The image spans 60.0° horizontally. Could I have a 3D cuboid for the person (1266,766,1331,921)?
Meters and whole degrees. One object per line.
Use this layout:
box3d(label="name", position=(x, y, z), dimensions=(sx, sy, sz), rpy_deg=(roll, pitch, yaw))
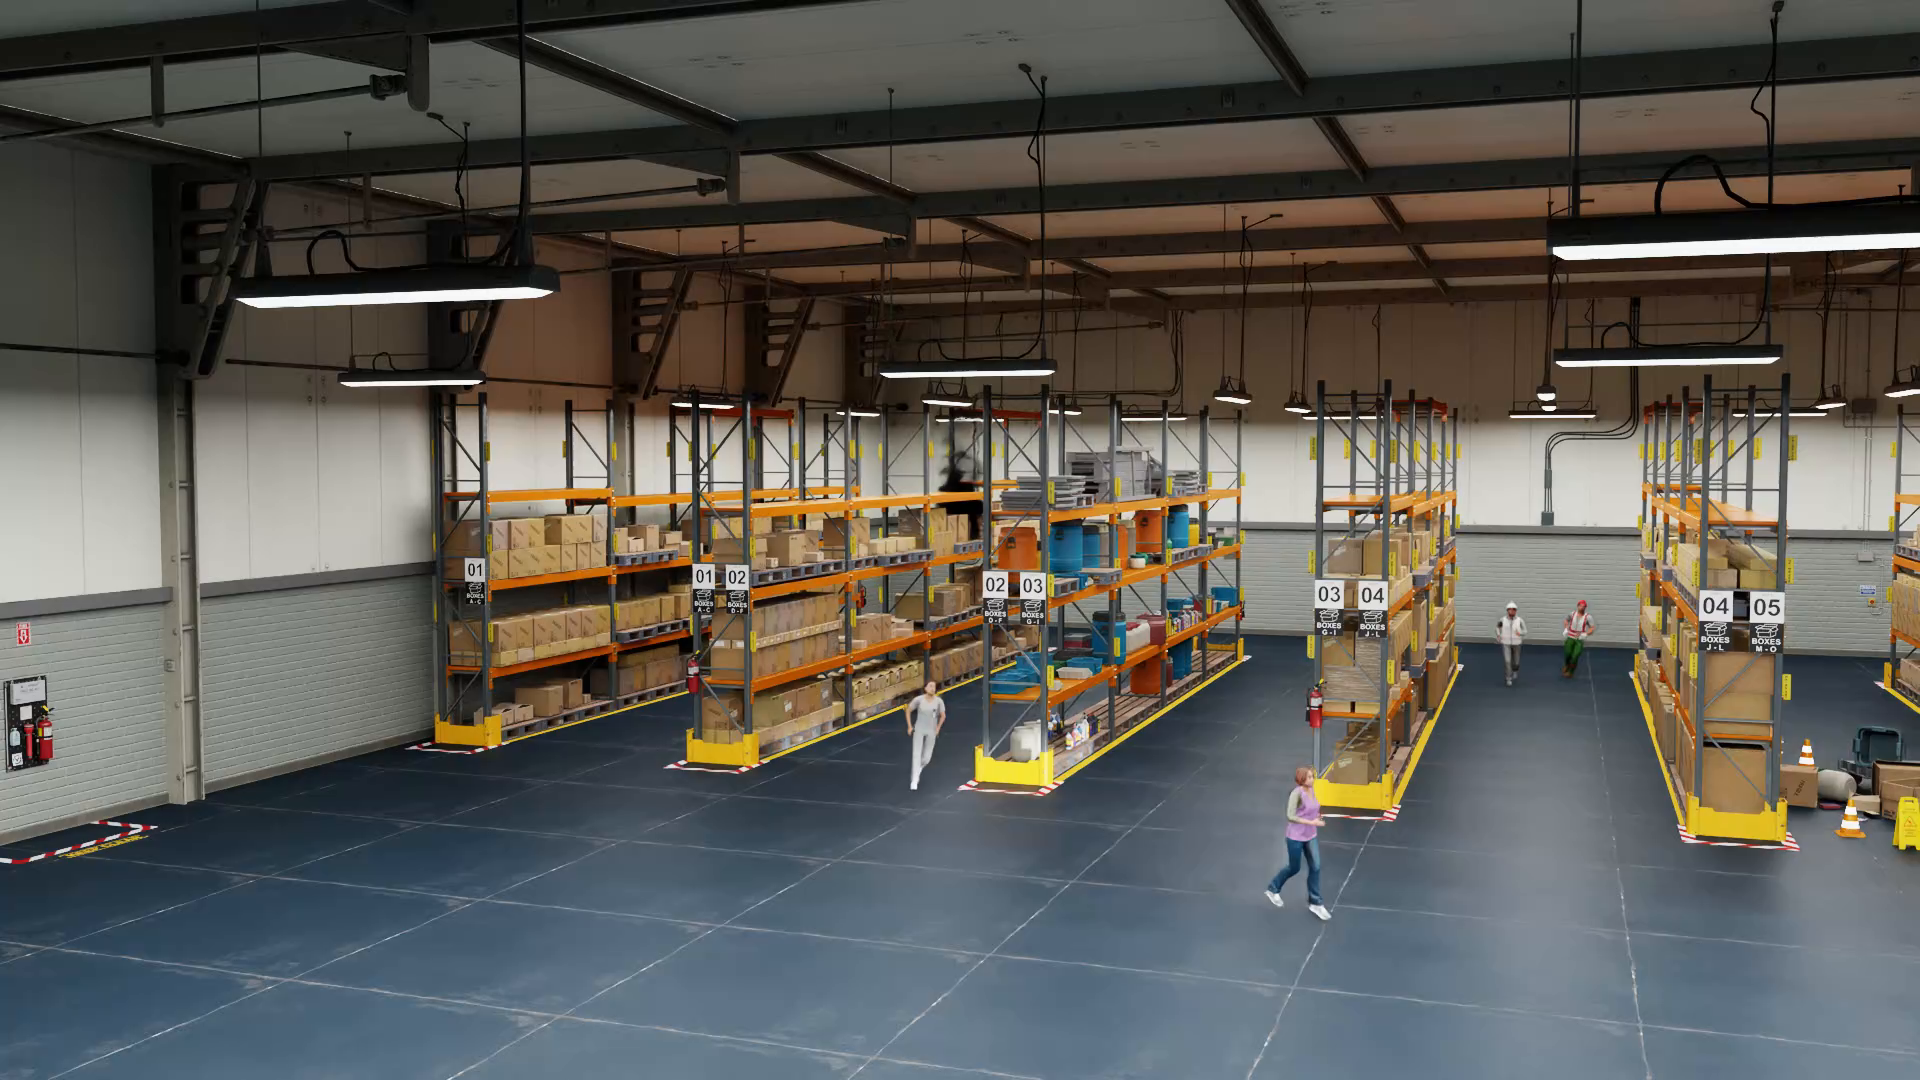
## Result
box3d(label="person", position=(3.667, 3.241, 17.963), dimensions=(0.557, 1.634, 0.758), rpy_deg=(-3, 4, -44))

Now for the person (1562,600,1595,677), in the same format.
box3d(label="person", position=(13.650, 2.183, 36.752), dimensions=(0.714, 1.722, 0.567), rpy_deg=(2, 4, 31))

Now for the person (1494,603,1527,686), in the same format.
box3d(label="person", position=(11.816, 2.225, 35.673), dimensions=(0.669, 1.748, 0.896), rpy_deg=(1, 3, 15))

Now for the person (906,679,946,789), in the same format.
box3d(label="person", position=(-0.513, 2.880, 24.950), dimensions=(0.604, 1.622, 0.616), rpy_deg=(0, 3, -5))
